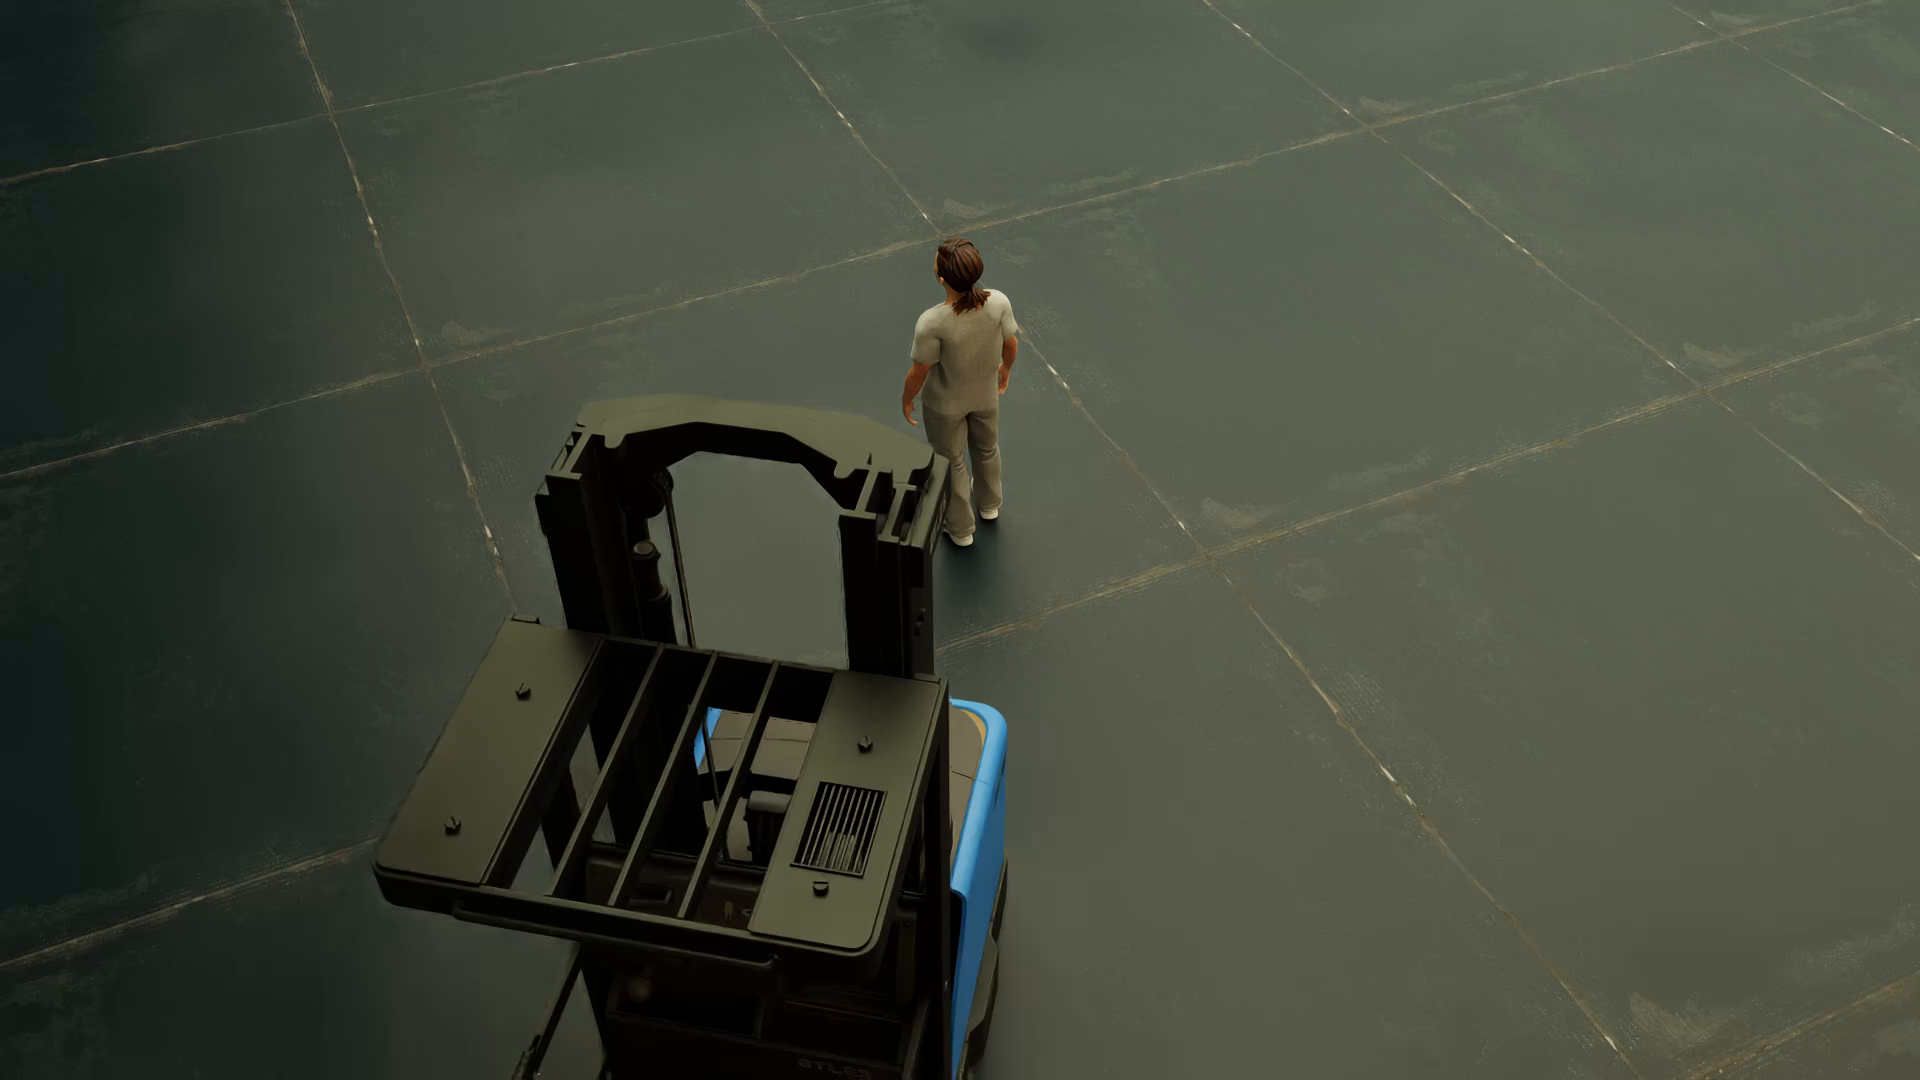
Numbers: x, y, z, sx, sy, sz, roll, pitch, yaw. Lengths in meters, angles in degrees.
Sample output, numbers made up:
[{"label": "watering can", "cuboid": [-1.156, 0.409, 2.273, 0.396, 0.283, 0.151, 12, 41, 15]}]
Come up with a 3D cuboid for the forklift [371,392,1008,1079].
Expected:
[{"label": "forklift", "cuboid": [-0.616, 1.201, 4.394, 1.130, 2.935, 3.031, 8, 44, 8]}]

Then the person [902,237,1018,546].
[{"label": "person", "cuboid": [-0.018, -0.667, 7.305, 0.549, 1.675, 0.549, -18, 46, -18]}]
